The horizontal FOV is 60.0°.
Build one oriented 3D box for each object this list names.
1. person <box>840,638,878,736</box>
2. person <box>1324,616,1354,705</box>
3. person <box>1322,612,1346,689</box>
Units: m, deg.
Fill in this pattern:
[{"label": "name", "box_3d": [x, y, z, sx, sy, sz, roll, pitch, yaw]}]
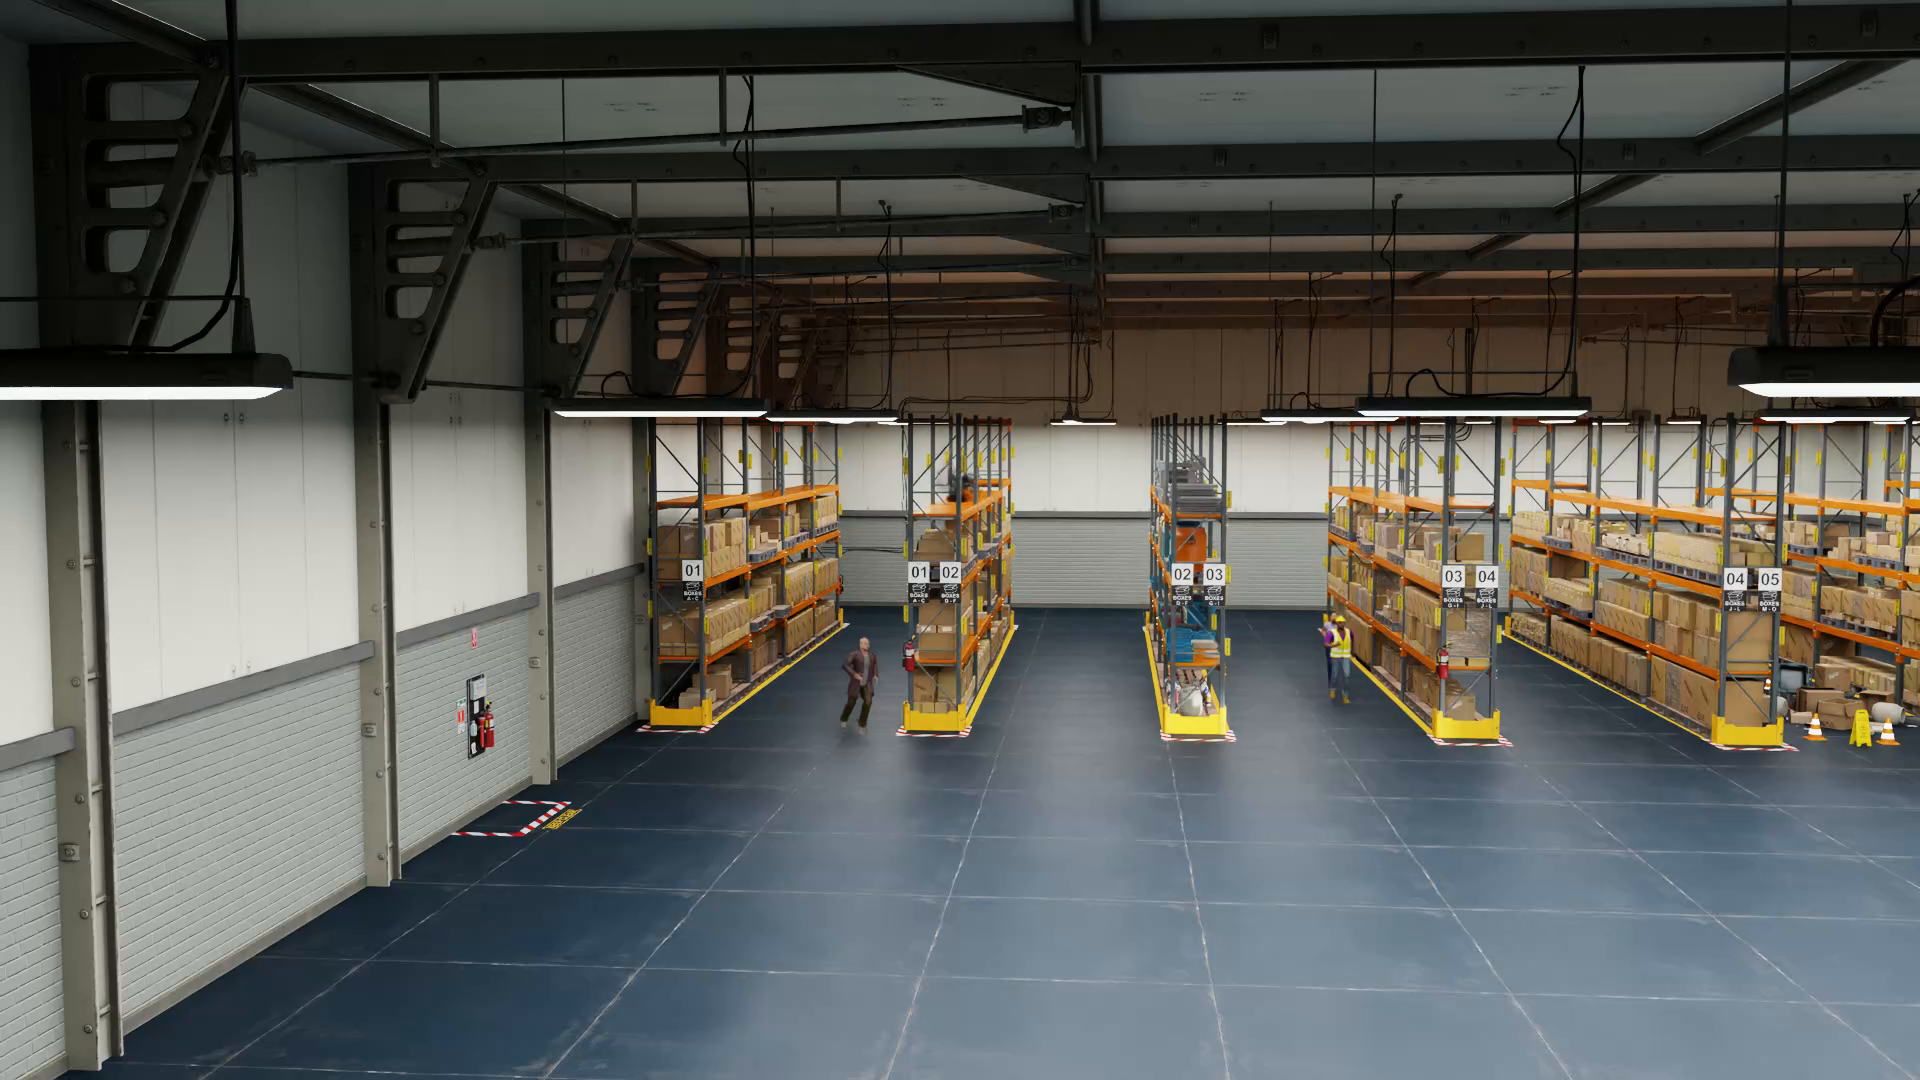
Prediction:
[{"label": "person", "box_3d": [-1.853, 2.743, 31.372, 0.767, 1.808, 0.855, -2, 4, -24]}, {"label": "person", "box_3d": [7.926, 2.489, 34.750, 0.703, 1.823, 0.833, 0, 4, 0]}, {"label": "person", "box_3d": [8.322, 2.432, 36.861, 0.581, 1.702, 0.814, 1, 4, 8]}]
